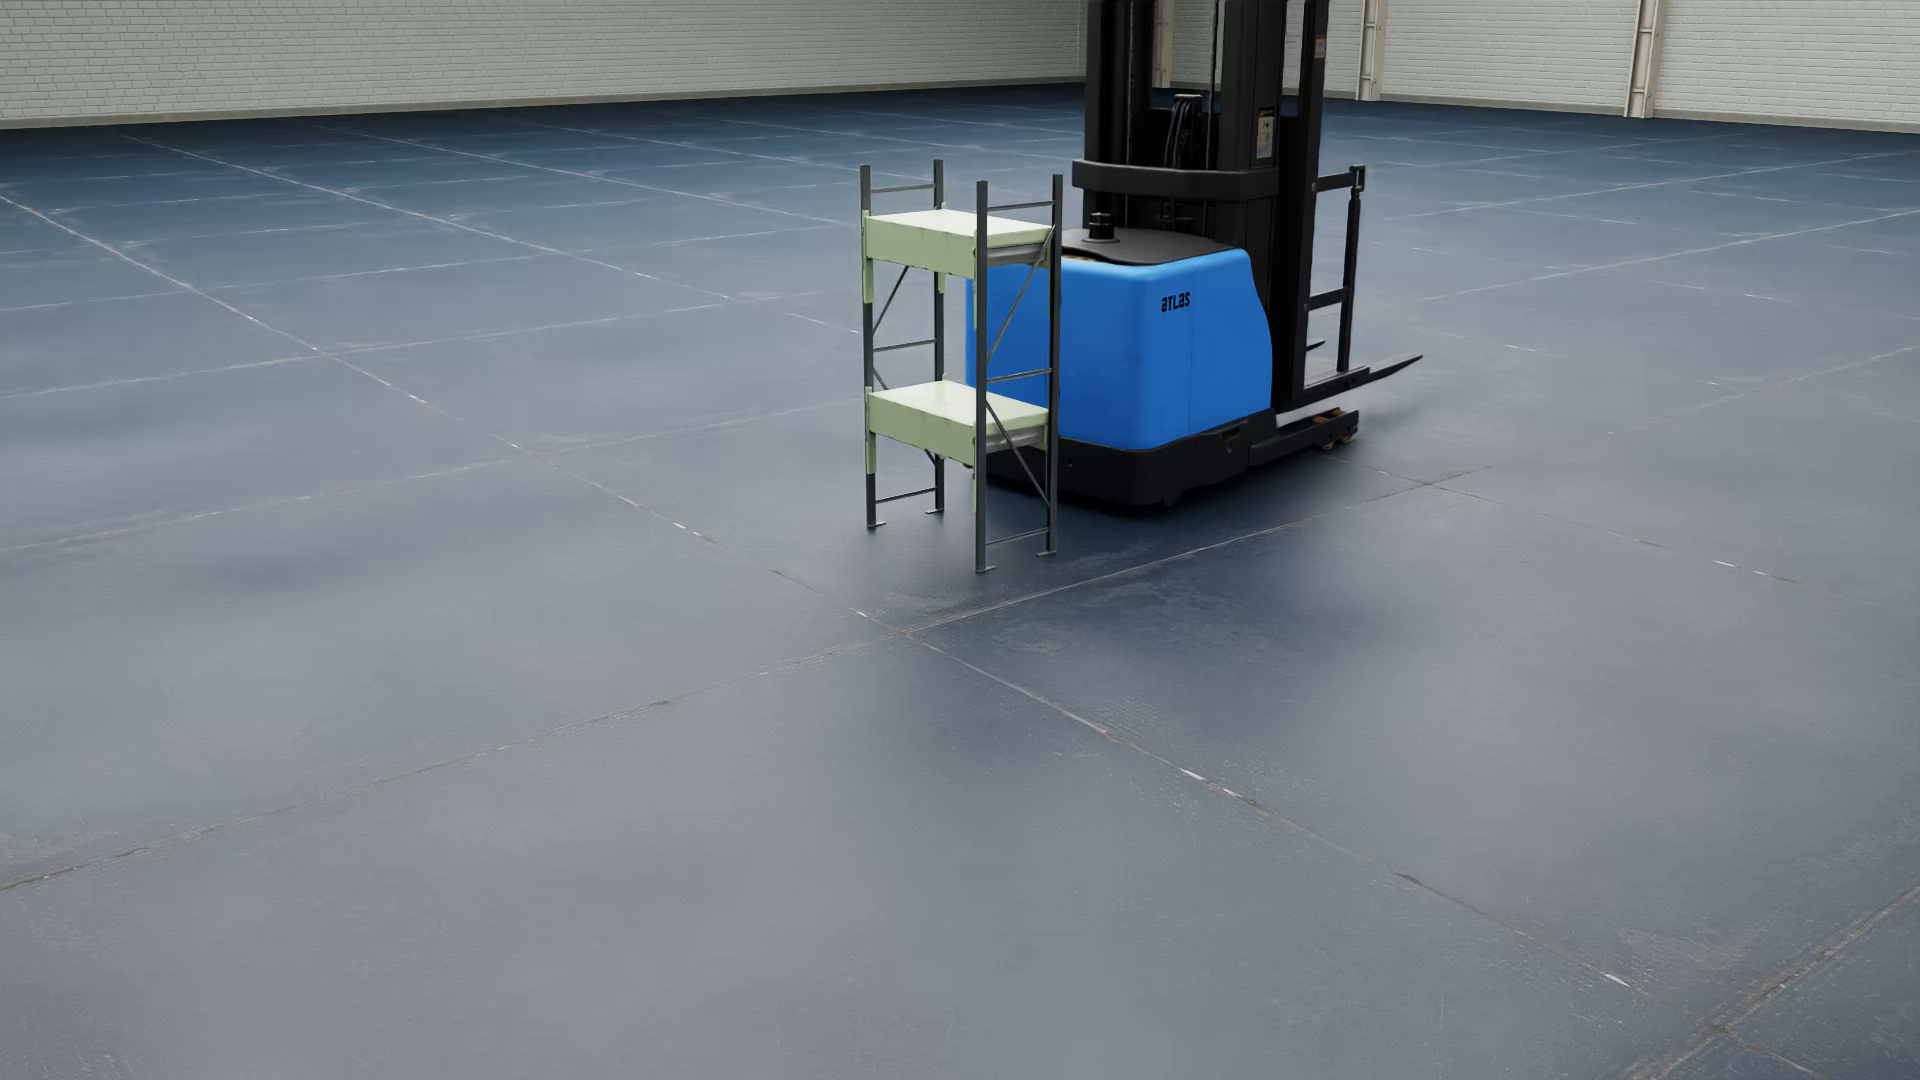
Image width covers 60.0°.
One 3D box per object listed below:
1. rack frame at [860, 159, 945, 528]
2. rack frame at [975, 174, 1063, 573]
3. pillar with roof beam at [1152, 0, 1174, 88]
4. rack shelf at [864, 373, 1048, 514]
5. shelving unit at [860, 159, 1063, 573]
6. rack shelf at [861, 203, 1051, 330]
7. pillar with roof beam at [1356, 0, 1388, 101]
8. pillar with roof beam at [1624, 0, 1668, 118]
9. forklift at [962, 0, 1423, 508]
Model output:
[{"bbox_3d":[-0.231,-0.804,6.904,0.400,1.500,0.023,-14,23,-36],"label":"rack frame"},{"bbox_3d":[0.223,-0.623,6.359,0.400,1.500,0.023,-14,23,-36],"label":"rack frame"},{"bbox_3d":[1.266,-13.930,34.616,9.100,9.000,0.400,-14,23,-36],"label":"pillar with roof beam"},{"bbox_3d":[-0.004,-0.404,6.734,0.431,0.370,0.720,-14,23,-36],"label":"rack shelf"},{"bbox_3d":[-0.004,-0.714,6.632,0.431,1.500,0.755,-14,23,-36],"label":"shelving unit"},{"bbox_3d":[-0.004,-1.084,6.509,0.431,0.370,0.720,-14,23,-36],"label":"rack shelf"},{"bbox_3d":[4.991,-12.452,30.151,9.100,9.000,0.400,-14,23,-36],"label":"pillar with roof beam"},{"bbox_3d":[8.716,-10.973,25.686,9.100,9.000,0.400,-14,23,-36],"label":"pillar with roof beam"},{"bbox_3d":[1.349,-1.923,8.008,1.130,2.935,3.031,15,24,38],"label":"forklift"}]
